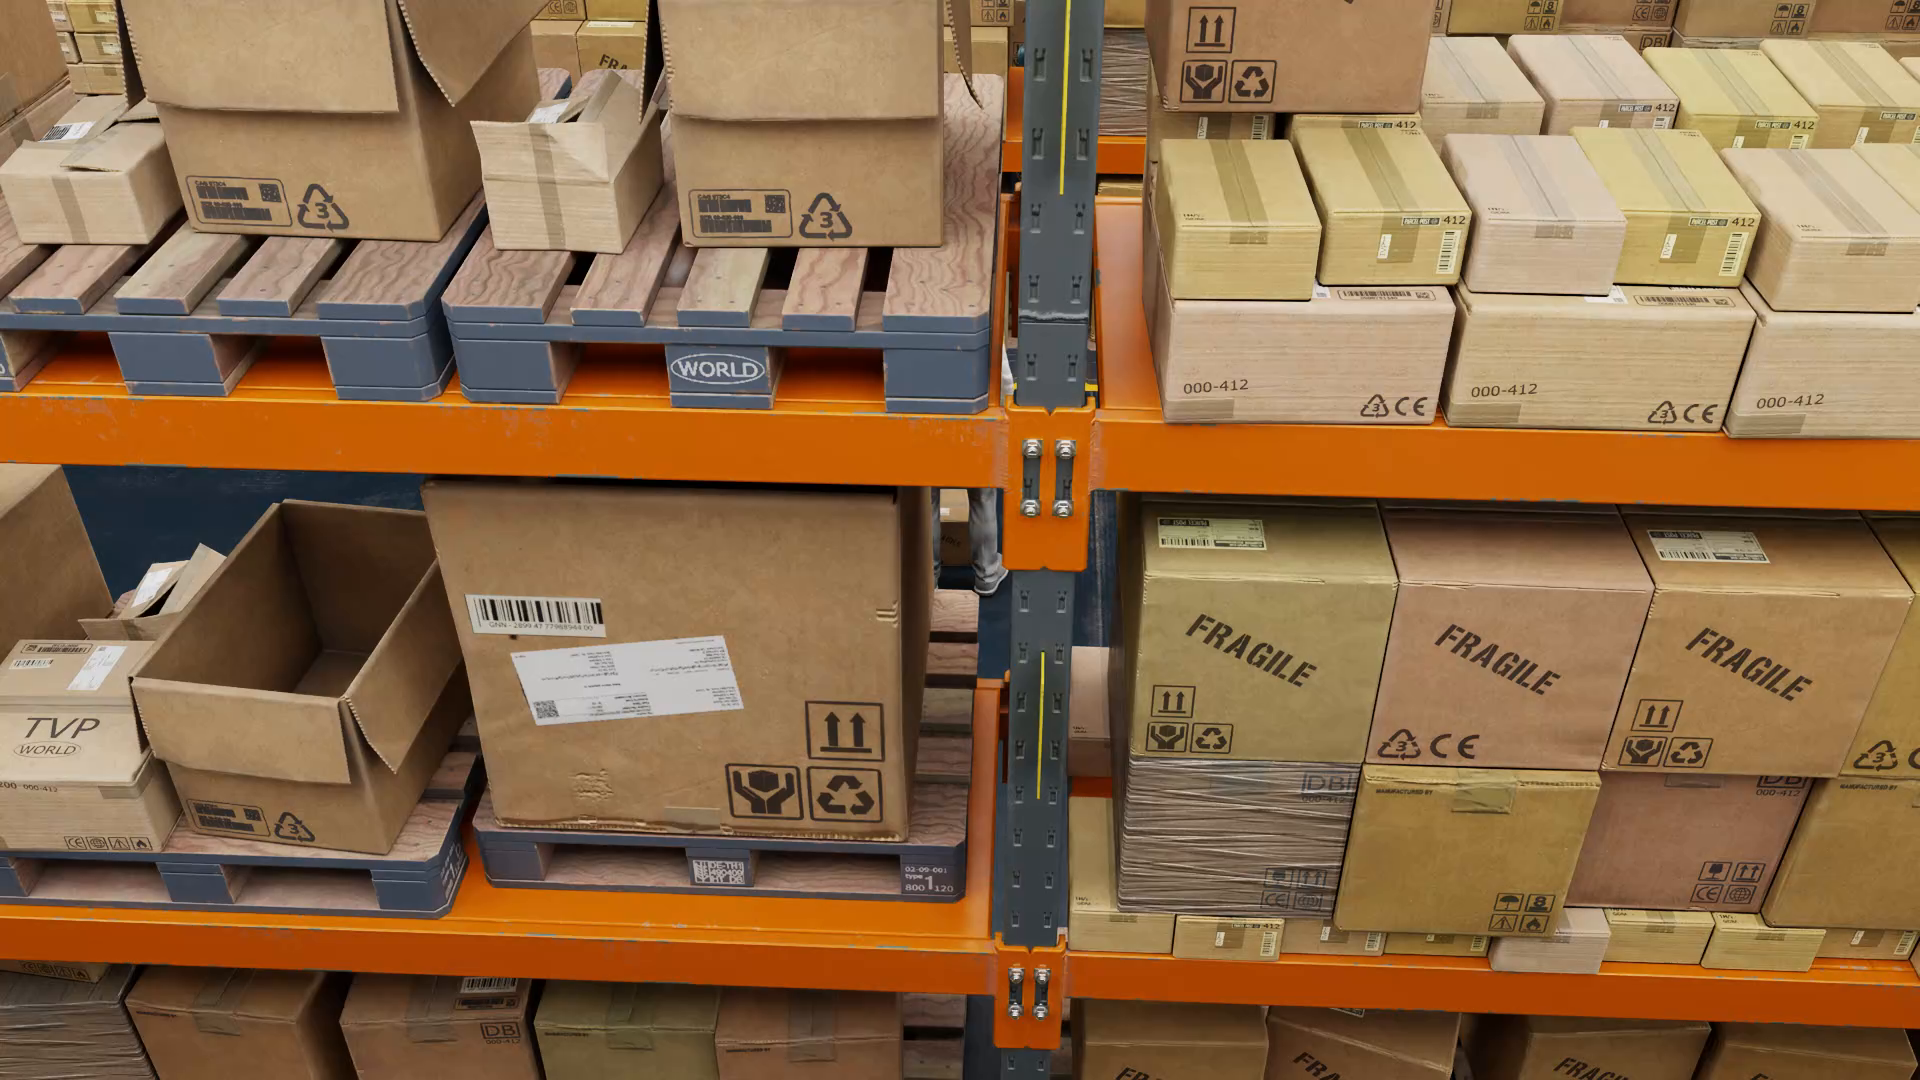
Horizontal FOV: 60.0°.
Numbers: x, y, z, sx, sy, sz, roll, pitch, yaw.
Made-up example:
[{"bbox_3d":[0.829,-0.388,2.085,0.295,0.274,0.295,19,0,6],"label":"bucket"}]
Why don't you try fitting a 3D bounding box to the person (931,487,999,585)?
[{"bbox_3d":[-0.038,-0.520,6.809,0.507,1.601,0.342,2,36,2],"label":"person"}]
